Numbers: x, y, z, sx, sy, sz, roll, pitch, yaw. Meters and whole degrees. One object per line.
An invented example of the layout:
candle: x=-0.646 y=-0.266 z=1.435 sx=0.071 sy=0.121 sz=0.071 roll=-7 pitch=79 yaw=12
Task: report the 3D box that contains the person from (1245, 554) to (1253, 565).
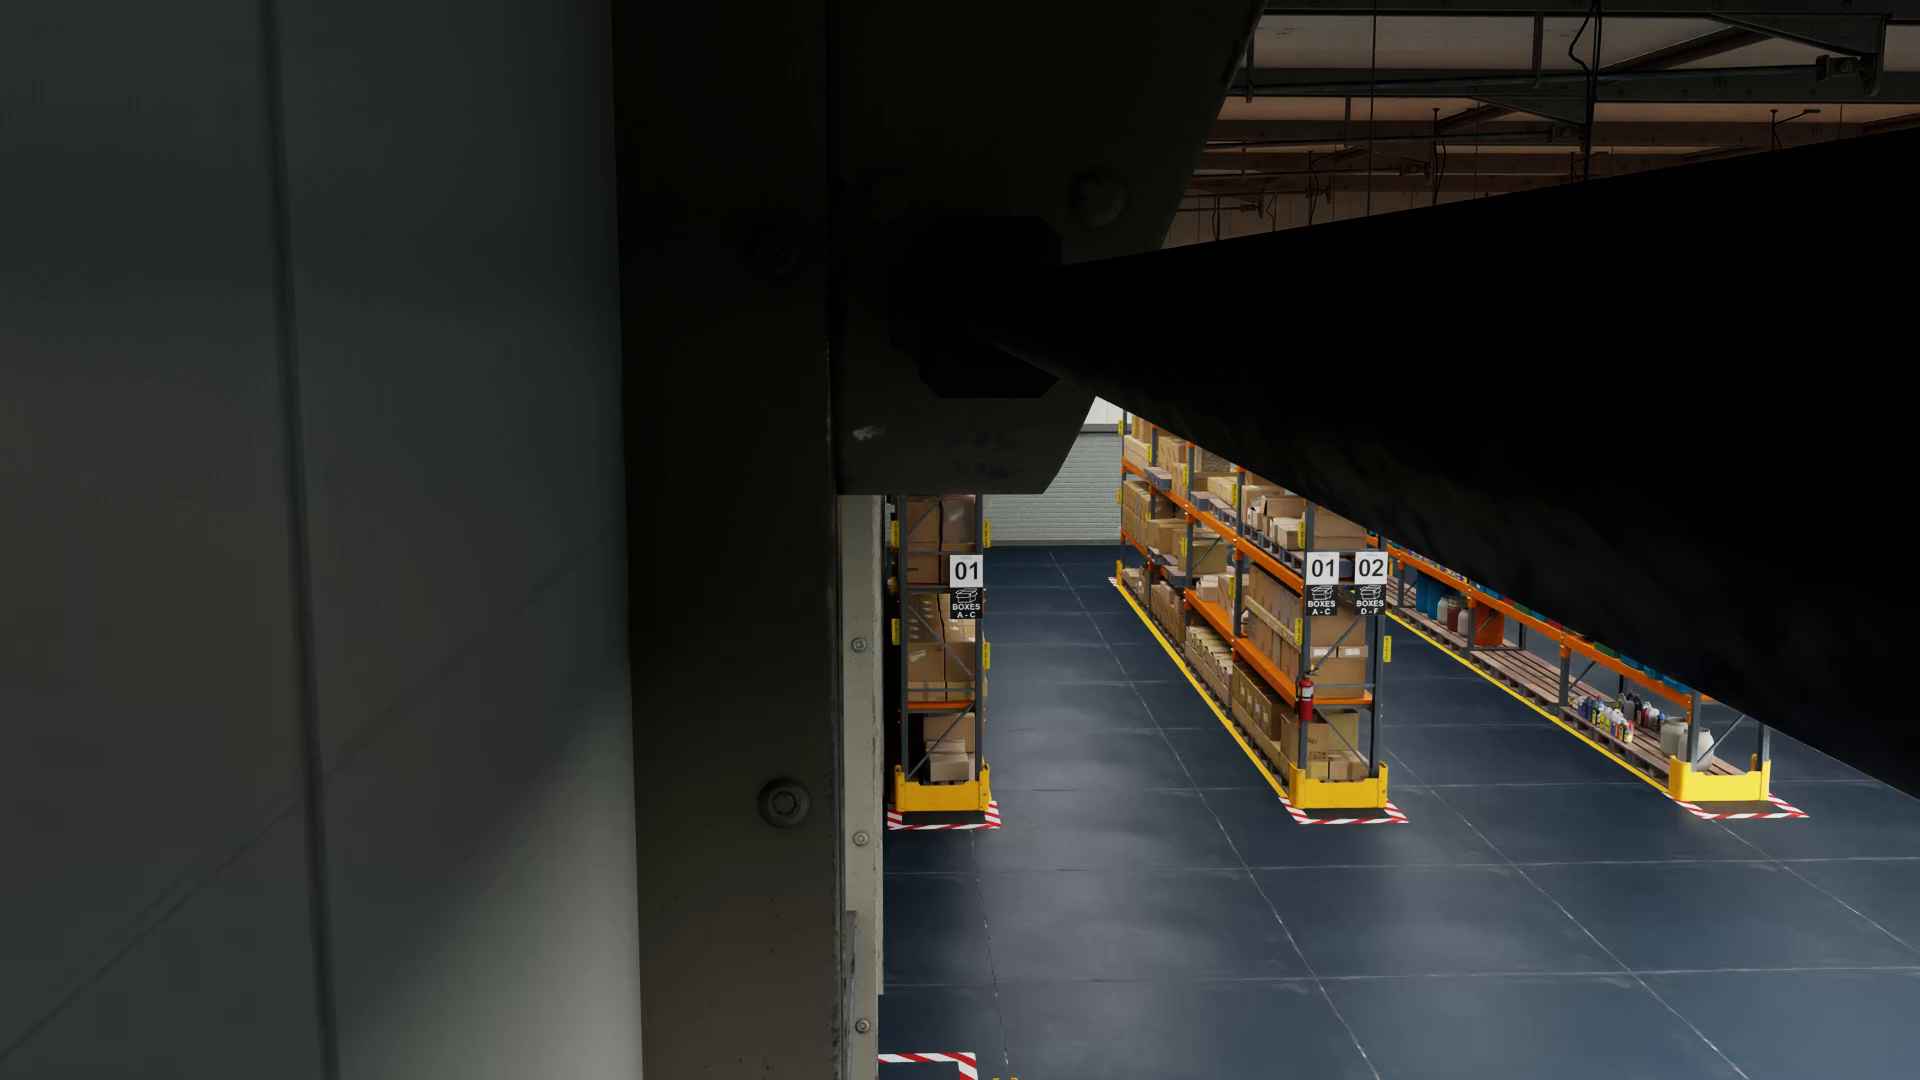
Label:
person: x=6.618 y=-0.201 z=38.453 sx=0.482 sy=1.592 sz=0.499 roll=2 pitch=9 yaw=16
